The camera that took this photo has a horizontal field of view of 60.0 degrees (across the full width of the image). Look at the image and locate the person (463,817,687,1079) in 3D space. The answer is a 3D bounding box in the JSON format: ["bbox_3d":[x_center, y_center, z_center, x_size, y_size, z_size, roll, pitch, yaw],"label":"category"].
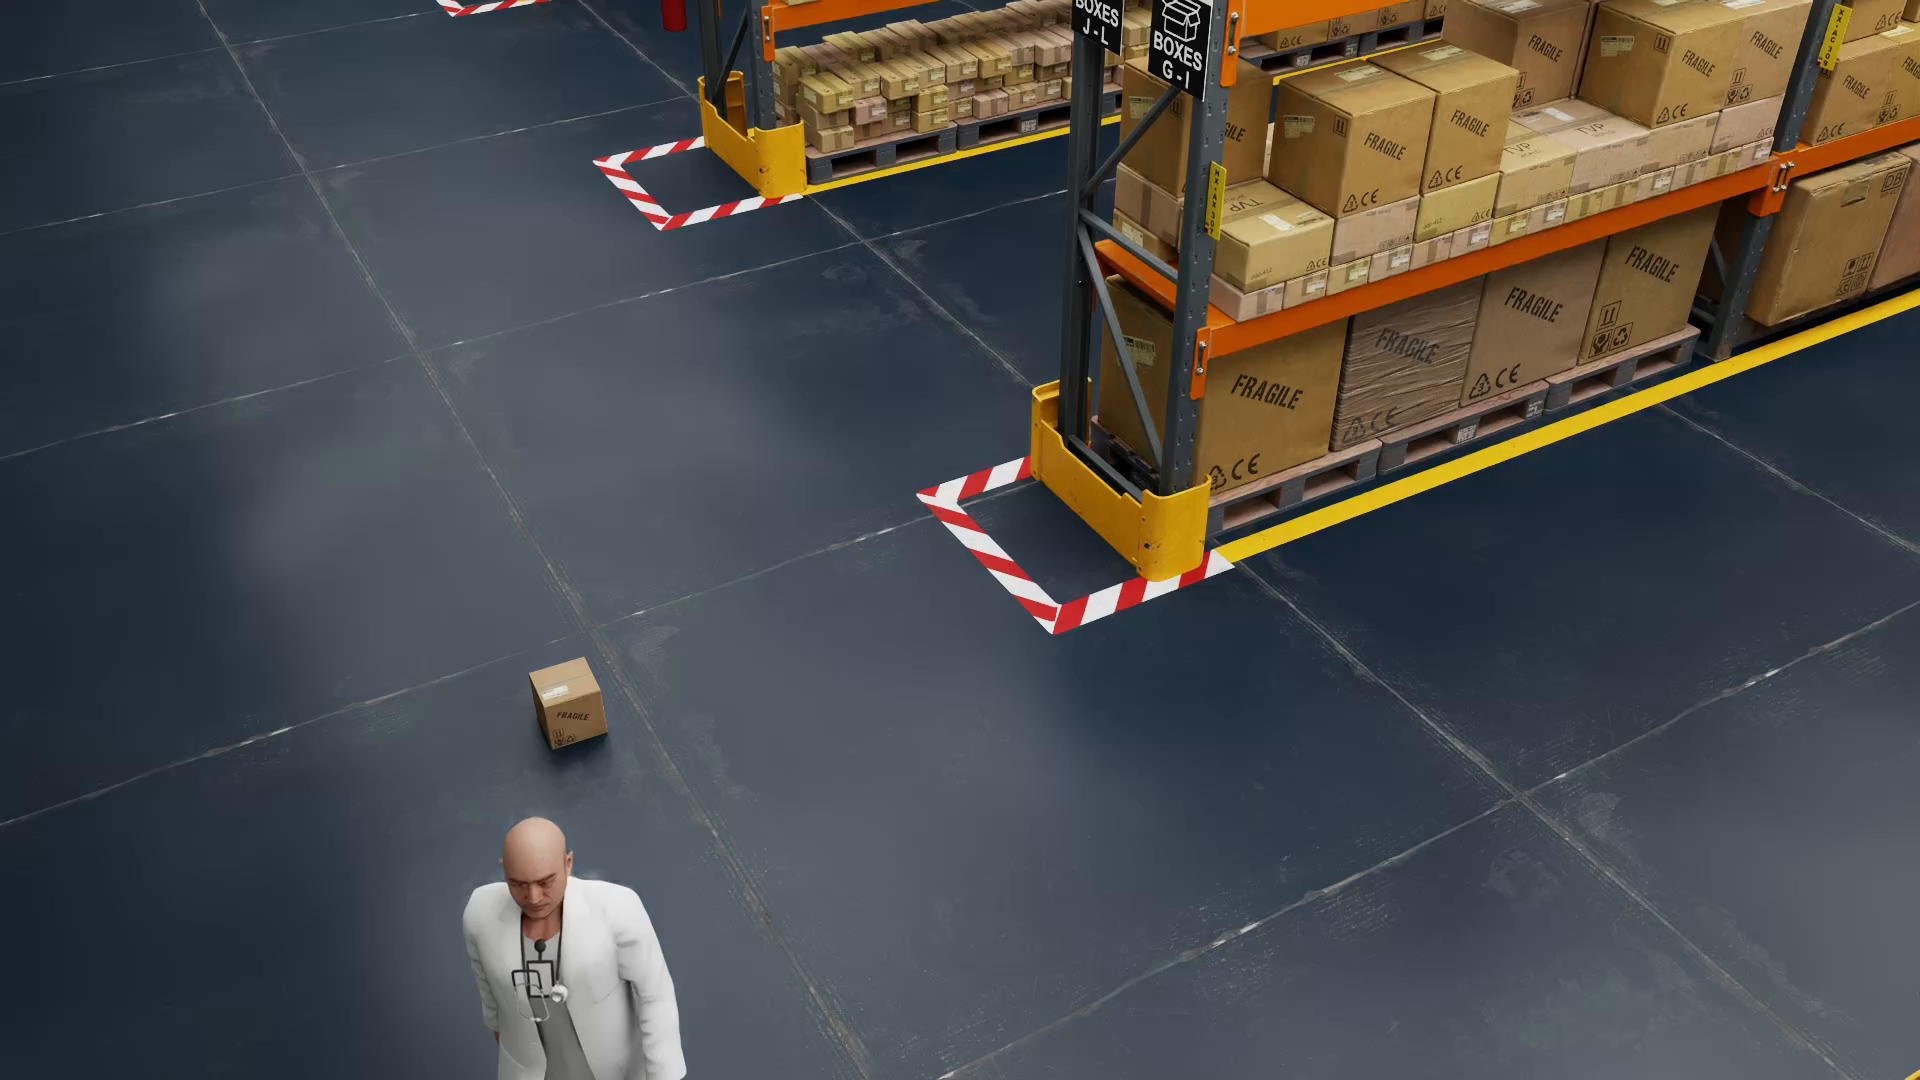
[{"bbox_3d":[-1.107,1.519,4.874,0.616,1.727,1.111,-4,37,-6],"label":"person"}]
